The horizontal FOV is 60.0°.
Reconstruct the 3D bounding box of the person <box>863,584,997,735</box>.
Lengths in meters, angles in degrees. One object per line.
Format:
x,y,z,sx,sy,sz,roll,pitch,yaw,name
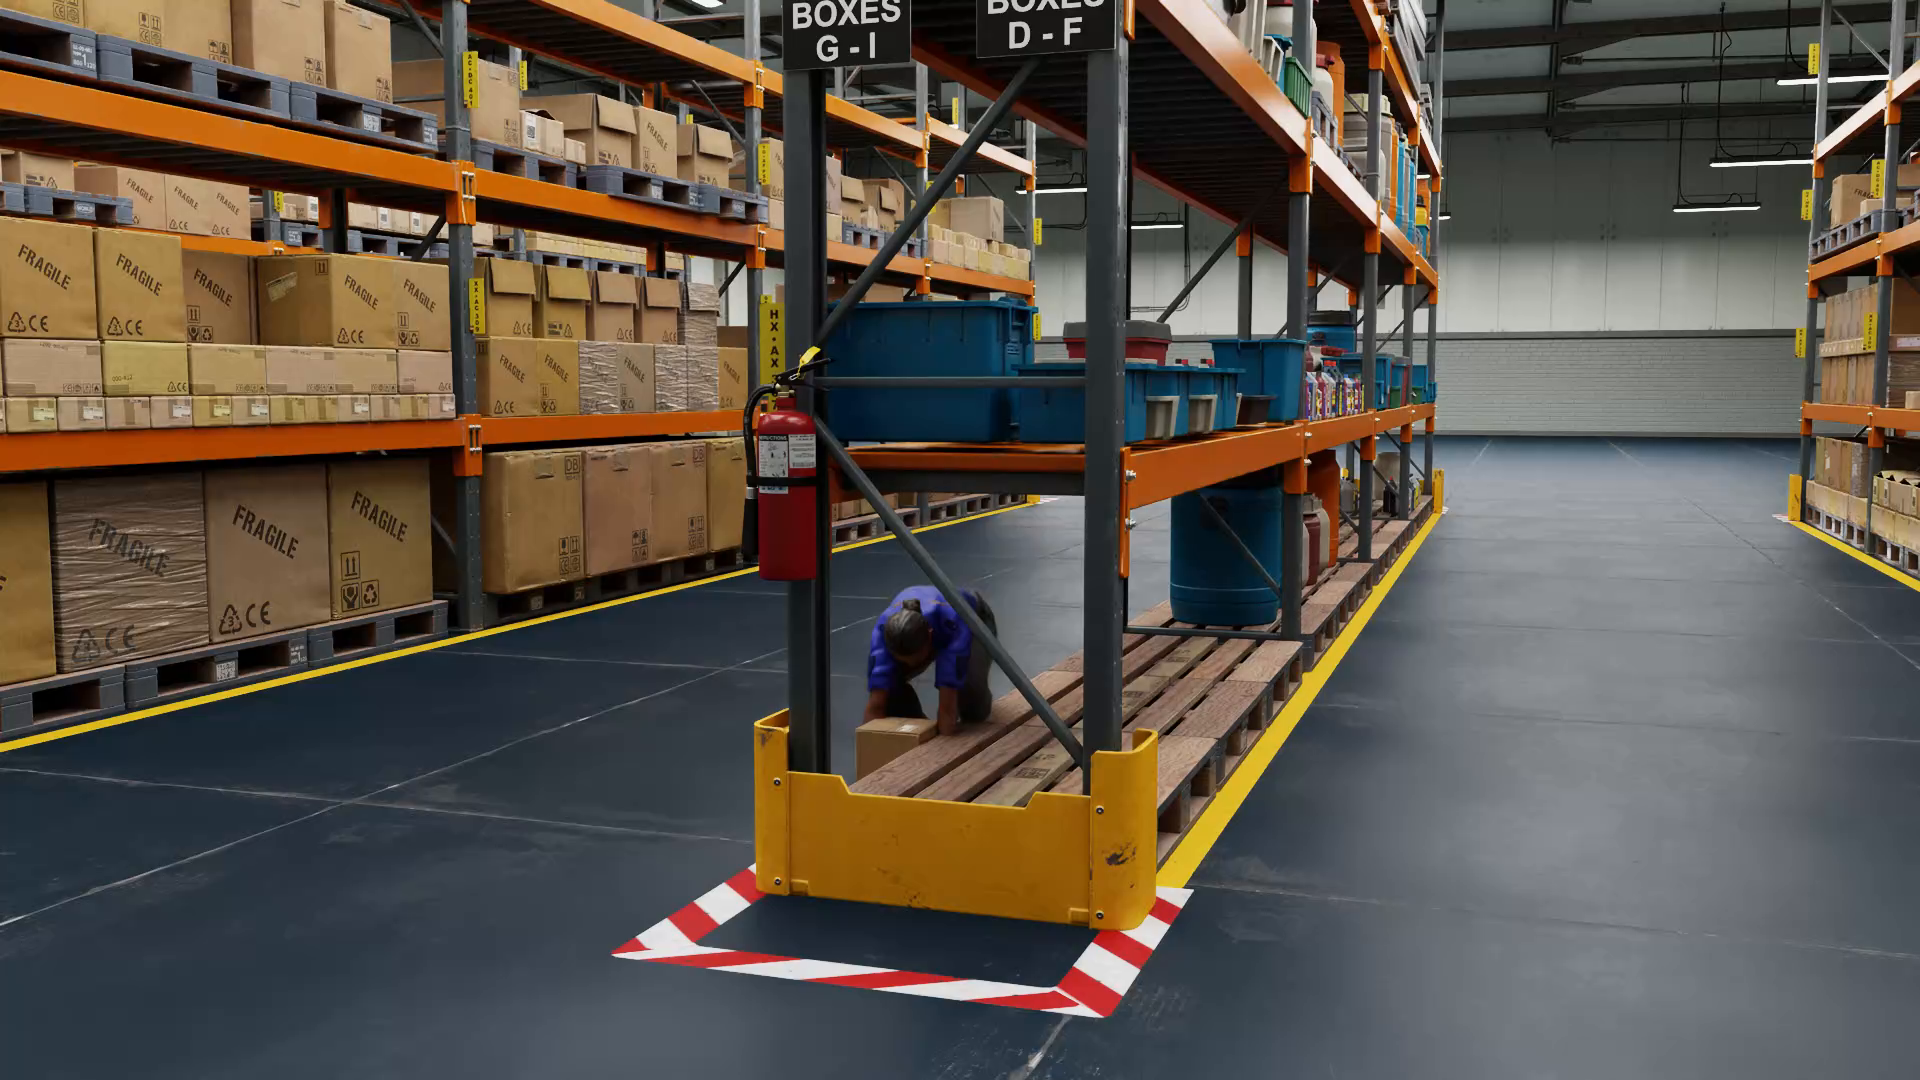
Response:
-0.110,0.549,6.458,0.465,0.766,0.873,2,6,17,person
